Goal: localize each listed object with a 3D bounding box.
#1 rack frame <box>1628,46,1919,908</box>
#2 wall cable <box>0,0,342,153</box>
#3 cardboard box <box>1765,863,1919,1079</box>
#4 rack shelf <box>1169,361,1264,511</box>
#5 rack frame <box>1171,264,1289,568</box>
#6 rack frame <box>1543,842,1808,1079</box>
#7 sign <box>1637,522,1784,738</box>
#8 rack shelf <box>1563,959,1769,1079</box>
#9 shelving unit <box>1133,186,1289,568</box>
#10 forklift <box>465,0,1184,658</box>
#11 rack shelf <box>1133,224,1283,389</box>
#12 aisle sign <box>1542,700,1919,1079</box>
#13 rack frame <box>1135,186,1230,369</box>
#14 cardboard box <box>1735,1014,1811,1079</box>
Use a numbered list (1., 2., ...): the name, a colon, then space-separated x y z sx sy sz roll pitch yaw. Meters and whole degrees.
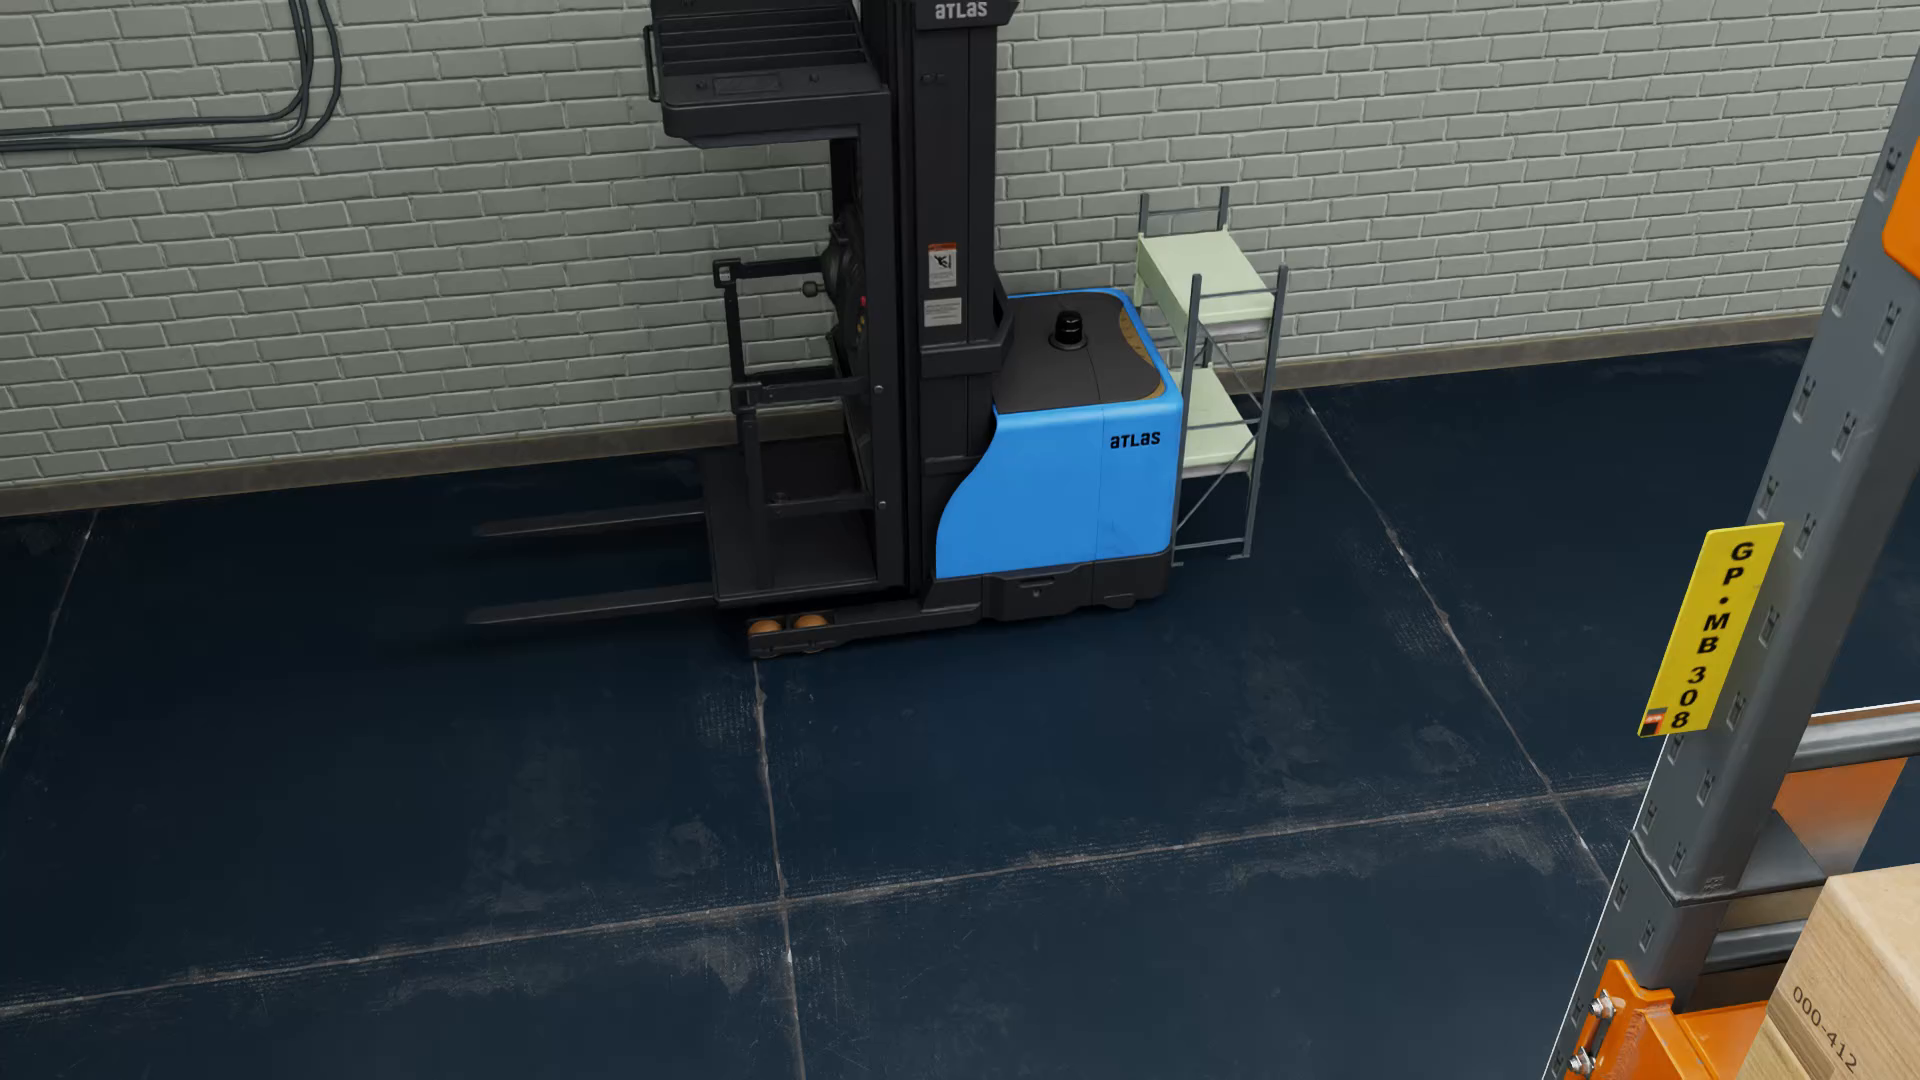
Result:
1. rack frame: 1.437 -0.784 1.424 1.000 3.000 0.127 -6 38 -8
2. wall cable: -4.079 -2.477 6.135 3.097 2.526 0.112 -6 38 -8
3. cardboard box: 1.270 0.601 1.802 0.500 0.250 0.500 -6 38 -8
4. rack shelf: 1.059 -0.457 7.647 0.431 0.370 0.720 -7 38 -9
5. rack frame: 1.132 -0.495 7.164 0.400 1.500 0.023 -7 38 -9
6. rack frame: 1.437 1.585 3.265 1.000 3.000 0.127 -6 38 -8
7. sign: 0.902 0.114 2.001 0.100 0.325 0.005 -6 38 -8
8. rack shelf: 1.787 1.893 1.010 1.077 0.370 4.000 -6 38 -8
9. shelving unit: 1.059 -0.715 7.447 0.431 1.500 0.755 -7 38 -9
10. forklift: -0.639 -1.005 6.654 3.031 2.935 1.130 -6 38 -8
11. rack shelf: 1.059 -1.023 7.208 0.431 0.370 0.720 -7 38 -9
12. aisle sign: 1.136 0.549 2.480 0.394 0.787 0.004 -6 38 -8
13. rack frame: 0.986 -0.935 7.730 0.400 1.500 0.023 -7 38 -9
14. cardboard box: 1.276 0.797 1.956 0.500 0.250 0.500 -6 38 -8
